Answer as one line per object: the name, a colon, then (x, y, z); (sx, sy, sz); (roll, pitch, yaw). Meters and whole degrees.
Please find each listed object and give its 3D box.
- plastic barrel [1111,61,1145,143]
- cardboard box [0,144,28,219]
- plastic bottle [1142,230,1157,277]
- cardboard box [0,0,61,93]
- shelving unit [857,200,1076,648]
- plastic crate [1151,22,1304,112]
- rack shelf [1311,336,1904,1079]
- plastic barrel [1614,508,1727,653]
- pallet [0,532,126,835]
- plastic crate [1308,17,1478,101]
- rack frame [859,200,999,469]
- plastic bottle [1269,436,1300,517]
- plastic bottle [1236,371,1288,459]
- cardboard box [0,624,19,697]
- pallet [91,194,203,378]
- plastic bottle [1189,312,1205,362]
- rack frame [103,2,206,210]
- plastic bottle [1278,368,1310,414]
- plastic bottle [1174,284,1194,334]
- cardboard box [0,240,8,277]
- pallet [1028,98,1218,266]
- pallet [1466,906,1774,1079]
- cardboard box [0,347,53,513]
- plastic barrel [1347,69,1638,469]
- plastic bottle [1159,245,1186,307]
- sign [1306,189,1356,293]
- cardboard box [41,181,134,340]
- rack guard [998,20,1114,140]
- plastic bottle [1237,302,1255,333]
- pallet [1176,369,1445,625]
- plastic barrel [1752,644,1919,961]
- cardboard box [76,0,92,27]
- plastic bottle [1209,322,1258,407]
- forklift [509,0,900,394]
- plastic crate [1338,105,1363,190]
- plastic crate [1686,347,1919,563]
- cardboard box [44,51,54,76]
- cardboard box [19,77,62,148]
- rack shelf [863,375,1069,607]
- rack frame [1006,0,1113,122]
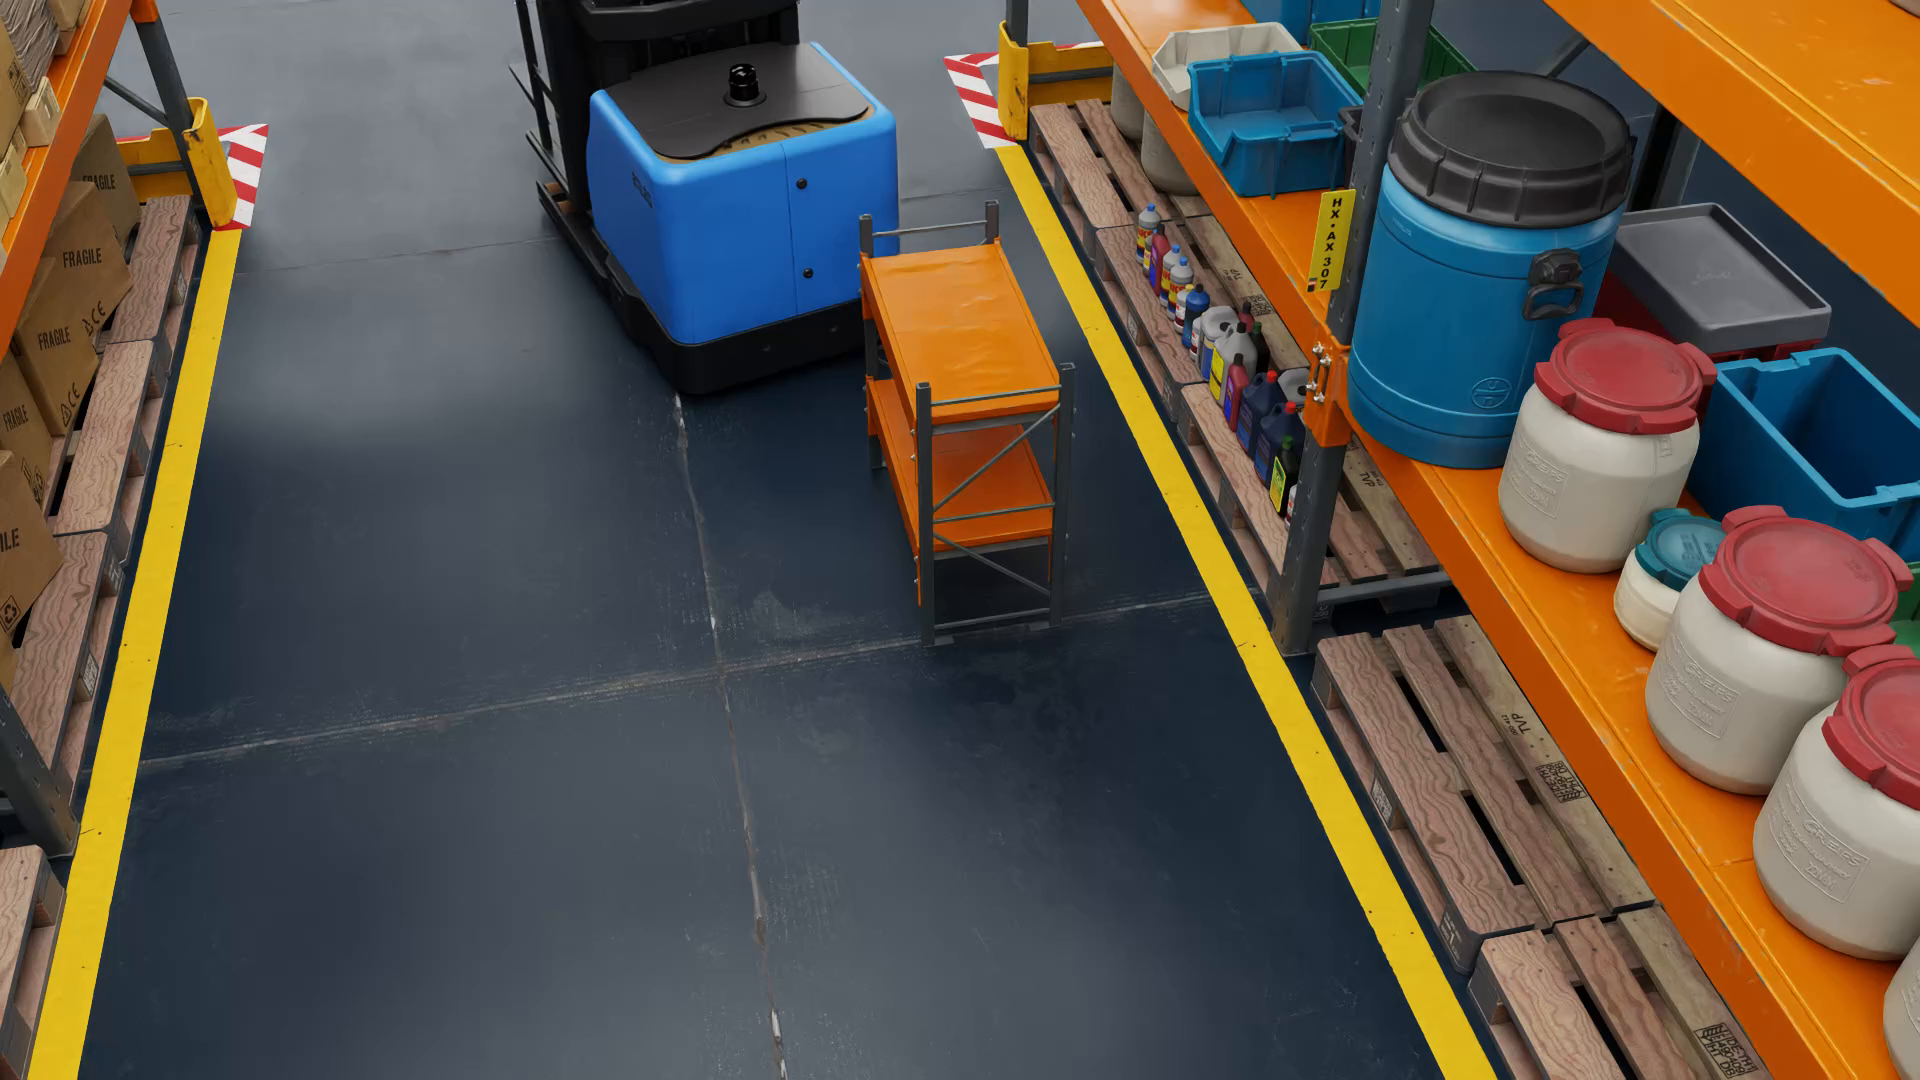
plastic barrel: (0.950, -2.221, 8.051); (0.421, 0.512, 0.421); (0, 42, 0)
cardboard box: (-3.329, -1.167, 5.494); (0.380, 0.149, 0.250); (-8, 42, -9)
plastic bottle: (0.842, -1.241, 7.166); (0.097, 0.201, 0.097); (0, 42, 0)
cardboard box: (-3.721, -1.852, 5.777); (0.875, 0.500, 0.500); (-8, 42, -9)
shelving unit: (0.001, -0.416, 5.872); (0.538, 1.125, 1.048); (-8, 42, -9)
plastic crate: (0.998, -1.735, 6.144); (0.530, 0.136, 0.437); (-8, 42, -9)
rack shelf: (2.028, 0.748, 3.690); (1.077, 0.370, 4.000); (-8, 42, -9)
plastic barrel: (1.732, 0.114, 3.966); (0.301, 0.262, 0.301); (0, 42, 0)
pallet: (-3.419, 0.505, 5.522); (1.003, 0.211, 1.213); (-8, 42, -9)
plastic crate: (1.579, -1.659, 6.019); (0.450, 0.188, 0.662); (-8, 42, -9)
rack frame: (-0.108, -0.746, 6.243); (0.500, 1.125, 0.032); (-8, 42, -9)
plastic bottle: (1.170, -0.231, 5.965); (0.061, 0.283, 0.133); (-6, 42, -7)
plastic bottle: (1.134, -0.492, 6.209); (0.144, 0.351, 0.185); (-10, 43, -11)
cardboard box: (-3.287, 0.405, 5.101); (0.500, 0.500, 0.500); (-10, 42, -11)
pallet: (-3.946, -1.077, 7.304); (1.003, 0.211, 1.213); (-8, 42, -9)
plastic bottle: (0.981, -0.824, 6.695); (0.097, 0.201, 0.097); (0, 42, 0)
rack frame: (-4.103, -2.701, 7.033); (1.000, 3.000, 0.127); (-8, 42, -9)
plastic bottle: (1.274, -0.502, 6.276); (0.152, 0.276, 0.135); (-8, 42, -9)
plastic bottle: (0.937, -0.957, 6.845); (0.097, 0.201, 0.097); (0, 42, 0)
cardboard box: (-3.192, -0.847, 5.134); (0.380, 0.149, 0.250); (-8, 42, -9)
pallet: (0.965, -1.798, 8.116); (1.003, 0.211, 1.213); (-8, 42, -9)
pallet: (2.070, 1.521, 4.377); (1.003, 0.211, 1.213); (-8, 42, -9)
cardboard box: (-3.629, -0.356, 5.959); (0.500, 0.500, 0.500); (-12, 43, -13)
plastic barrel: (1.384, -0.711, 4.414); (0.600, 0.901, 0.708); (-8, 42, -9)
plastic bottle: (0.894, -1.113, 6.968); (0.097, 0.271, 0.097); (0, 42, 0)
sign: (1.057, -0.849, 4.739); (0.100, 0.325, 0.005); (-8, 42, -9)
cardboard box: (-3.822, -1.133, 6.834); (0.500, 0.500, 0.500); (2, 42, 2)
rack guard: (0.795, -2.433, 8.614); (1.175, 0.500, 0.348); (-8, 42, -9)
plastic bottle: (1.137, -0.798, 6.604); (0.061, 0.283, 0.133); (-8, 42, -9)
pallet: (1.492, -0.216, 6.334); (1.003, 0.211, 1.213); (-8, 42, -9)
plastic barrel: (1.840, 0.539, 3.281); (0.433, 0.535, 0.433); (0, 42, 0)
cardboard box: (-3.683, -2.135, 6.585); (0.380, 0.149, 0.250); (-8, 42, -9)
plastic bottle: (1.065, -0.701, 6.445); (0.144, 0.351, 0.185); (-9, 42, -10)
forklift: (-1.369, -2.665, 7.044); (1.130, 2.935, 3.031); (-19, 45, -20)
plastic crate: (1.607, -1.152, 5.335); (0.767, 0.338, 0.504); (-8, 42, -9)
plastic crate: (2.138, -0.141, 4.162); (0.392, 0.384, 0.575); (-8, 42, -9)
cardboard box: (-3.630, -1.803, 6.210); (0.380, 0.149, 0.250); (-8, 42, -9)
cardboard box: (-3.414, -1.494, 5.863); (0.380, 0.149, 0.250); (-8, 42, -9)
rack shelf: (0.001, -0.233, 6.034); (0.538, 0.278, 1.000); (-8, 42, -9)
rack frame: (0.733, -3.410, 7.832); (1.000, 3.000, 0.127); (-8, 42, -9)
